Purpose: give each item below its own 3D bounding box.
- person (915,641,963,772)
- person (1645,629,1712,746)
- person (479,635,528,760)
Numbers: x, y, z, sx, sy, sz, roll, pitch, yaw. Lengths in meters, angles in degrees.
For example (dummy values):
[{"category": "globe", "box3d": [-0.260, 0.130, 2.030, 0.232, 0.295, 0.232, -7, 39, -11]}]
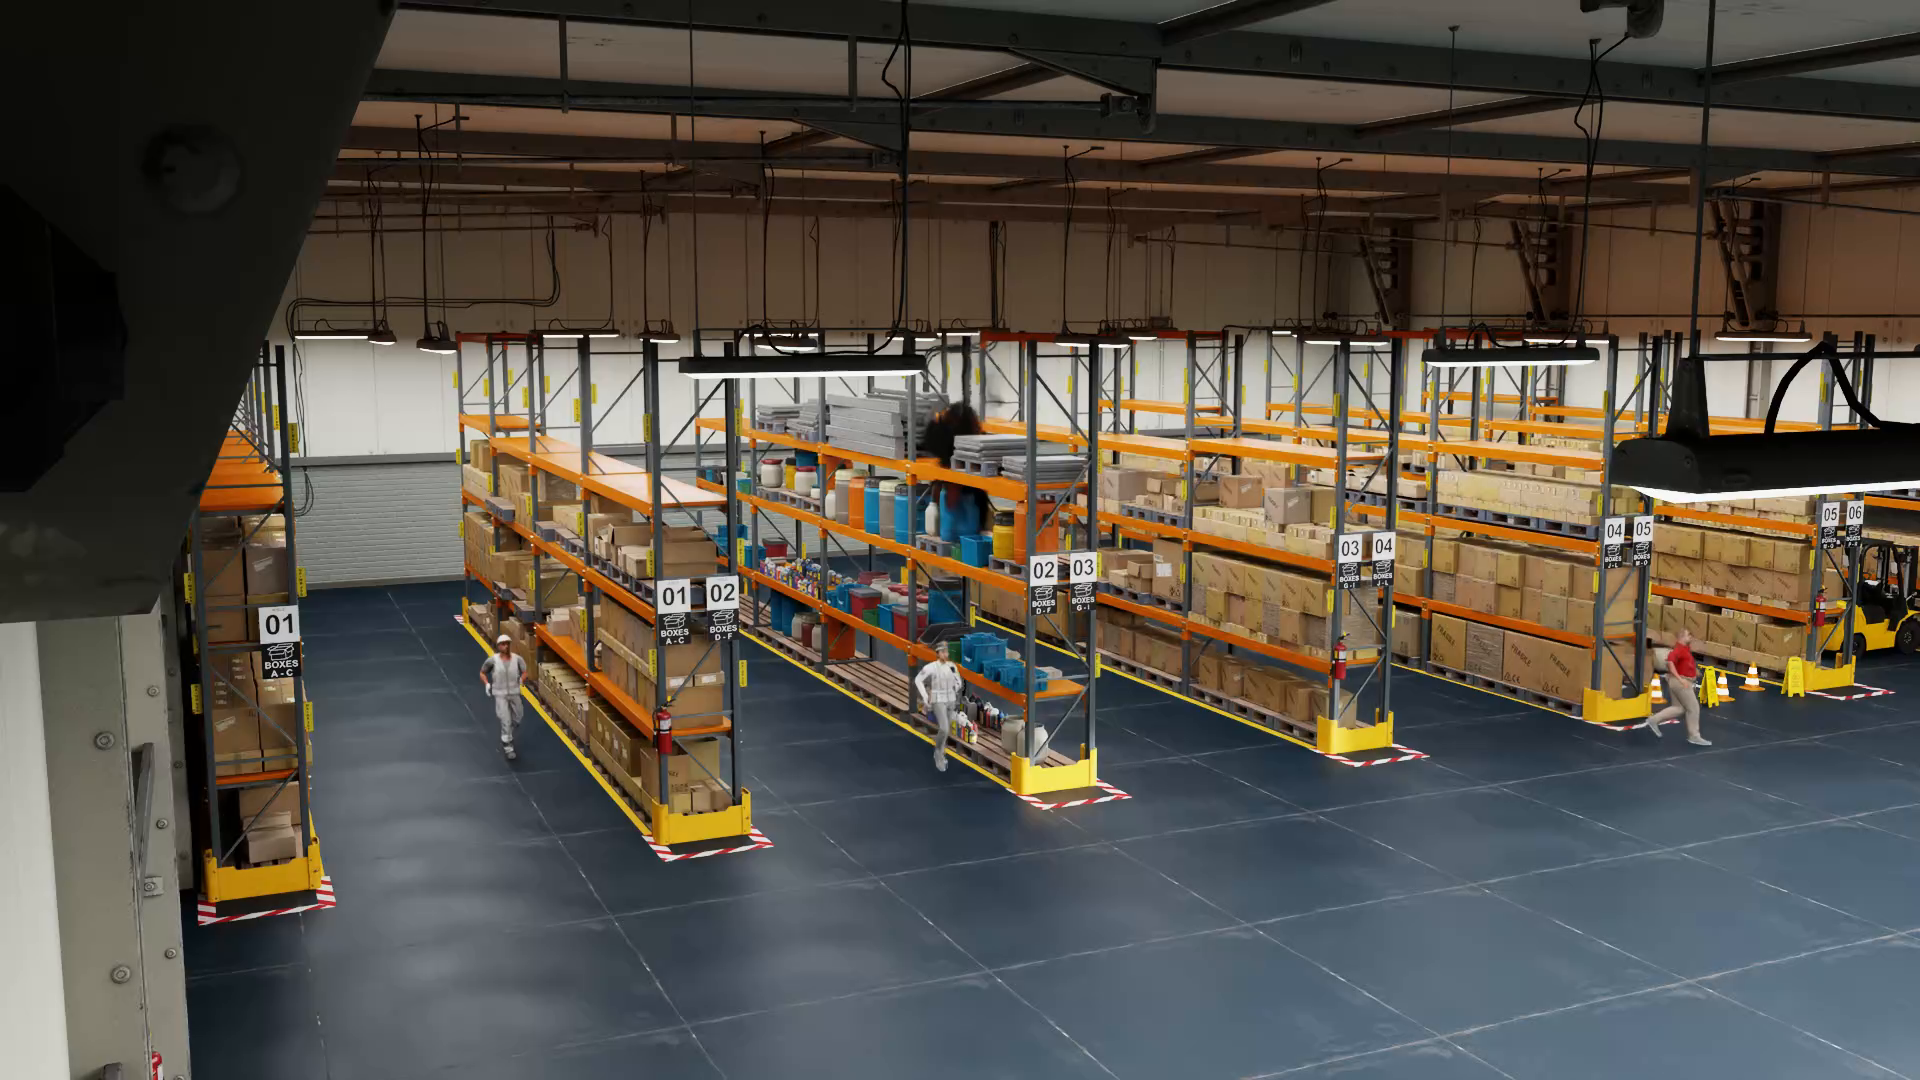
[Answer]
[{"category": "person", "box3d": [-0.220, 2.230, 22.324, 0.584, 1.745, 0.601, -5, 9, -31]}, {"category": "person", "box3d": [10.703, 2.160, 24.662, 0.899, 1.708, 0.677, 3, 8, 20]}, {"category": "person", "box3d": [-6.550, 2.236, 23.989, 0.668, 1.760, 0.868, -4, 9, -28]}]
